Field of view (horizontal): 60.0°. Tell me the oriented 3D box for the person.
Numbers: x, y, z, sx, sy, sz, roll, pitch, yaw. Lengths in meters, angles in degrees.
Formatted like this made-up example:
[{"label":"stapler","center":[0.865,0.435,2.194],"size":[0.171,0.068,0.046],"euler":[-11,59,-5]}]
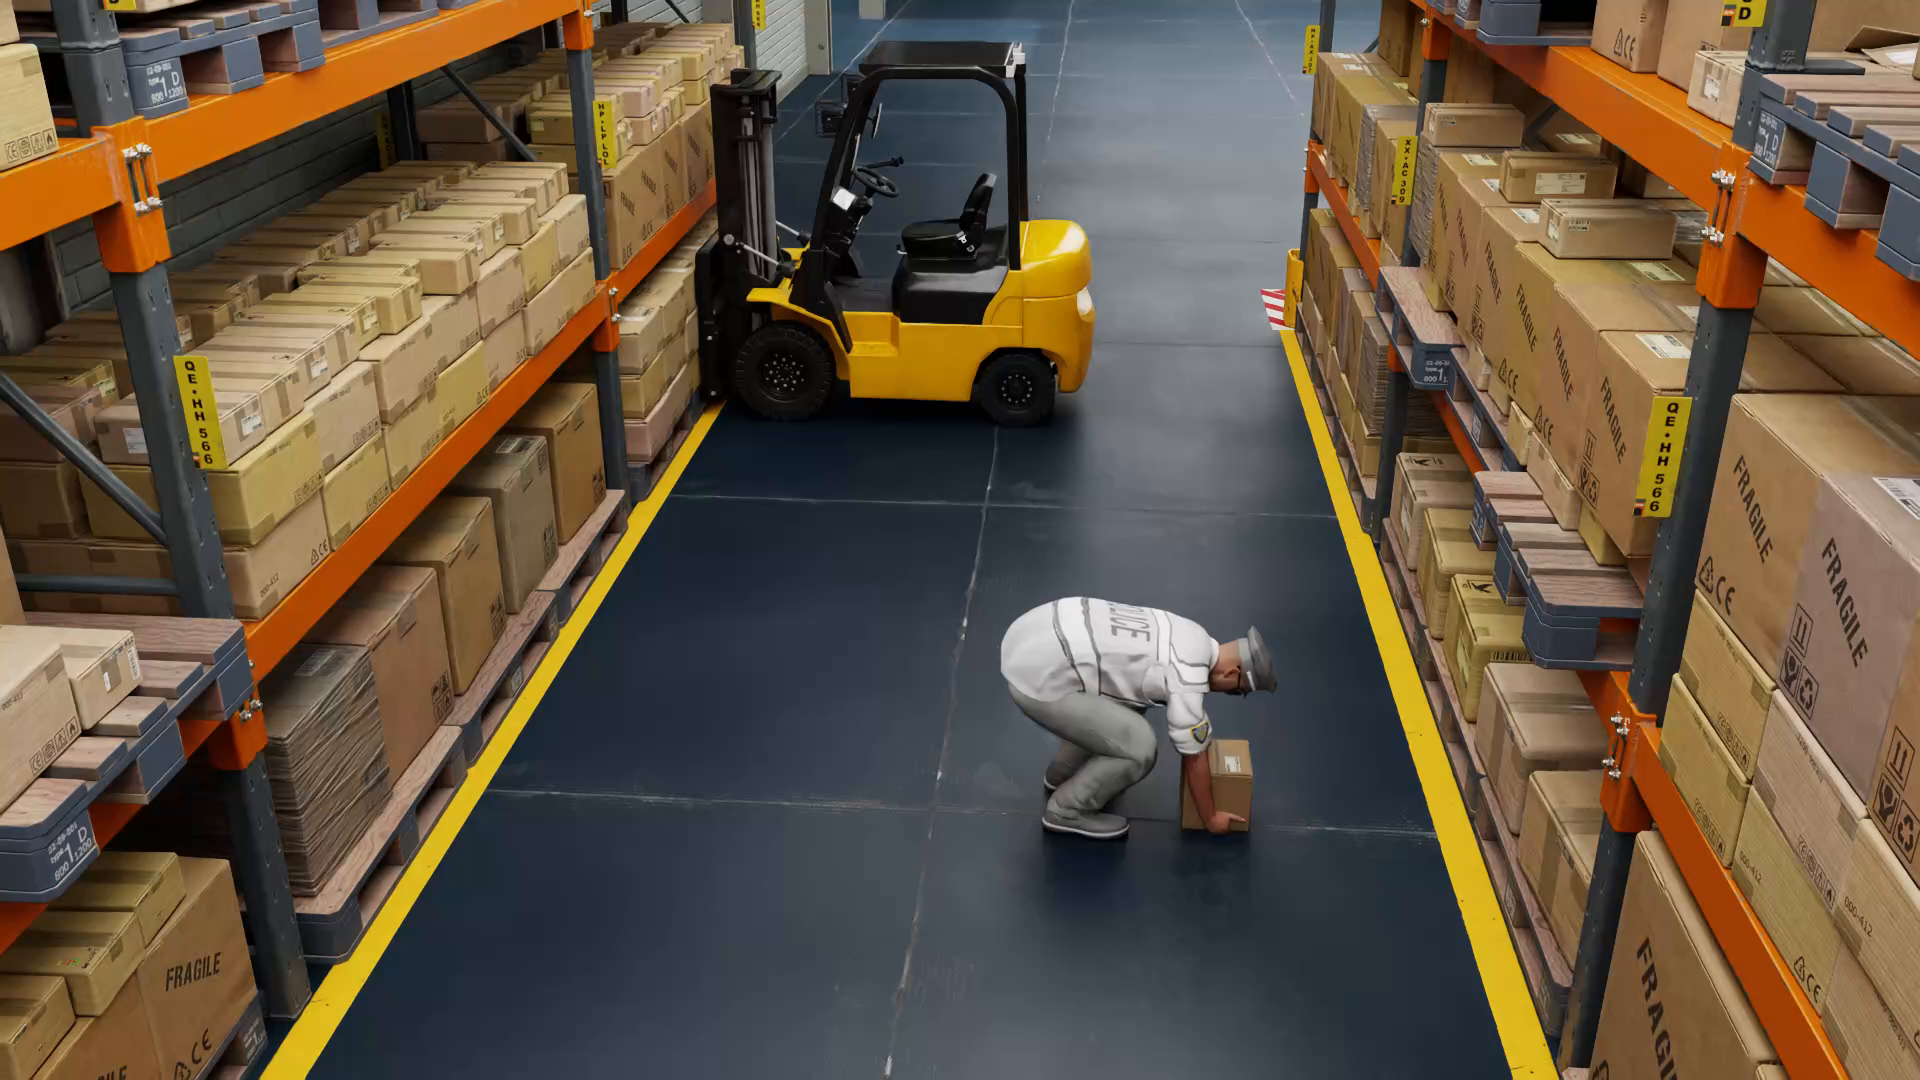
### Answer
[{"label":"person","center":[0.664,0.652,6.245],"size":[1.030,0.890,0.545],"euler":[1,24,2]}]
